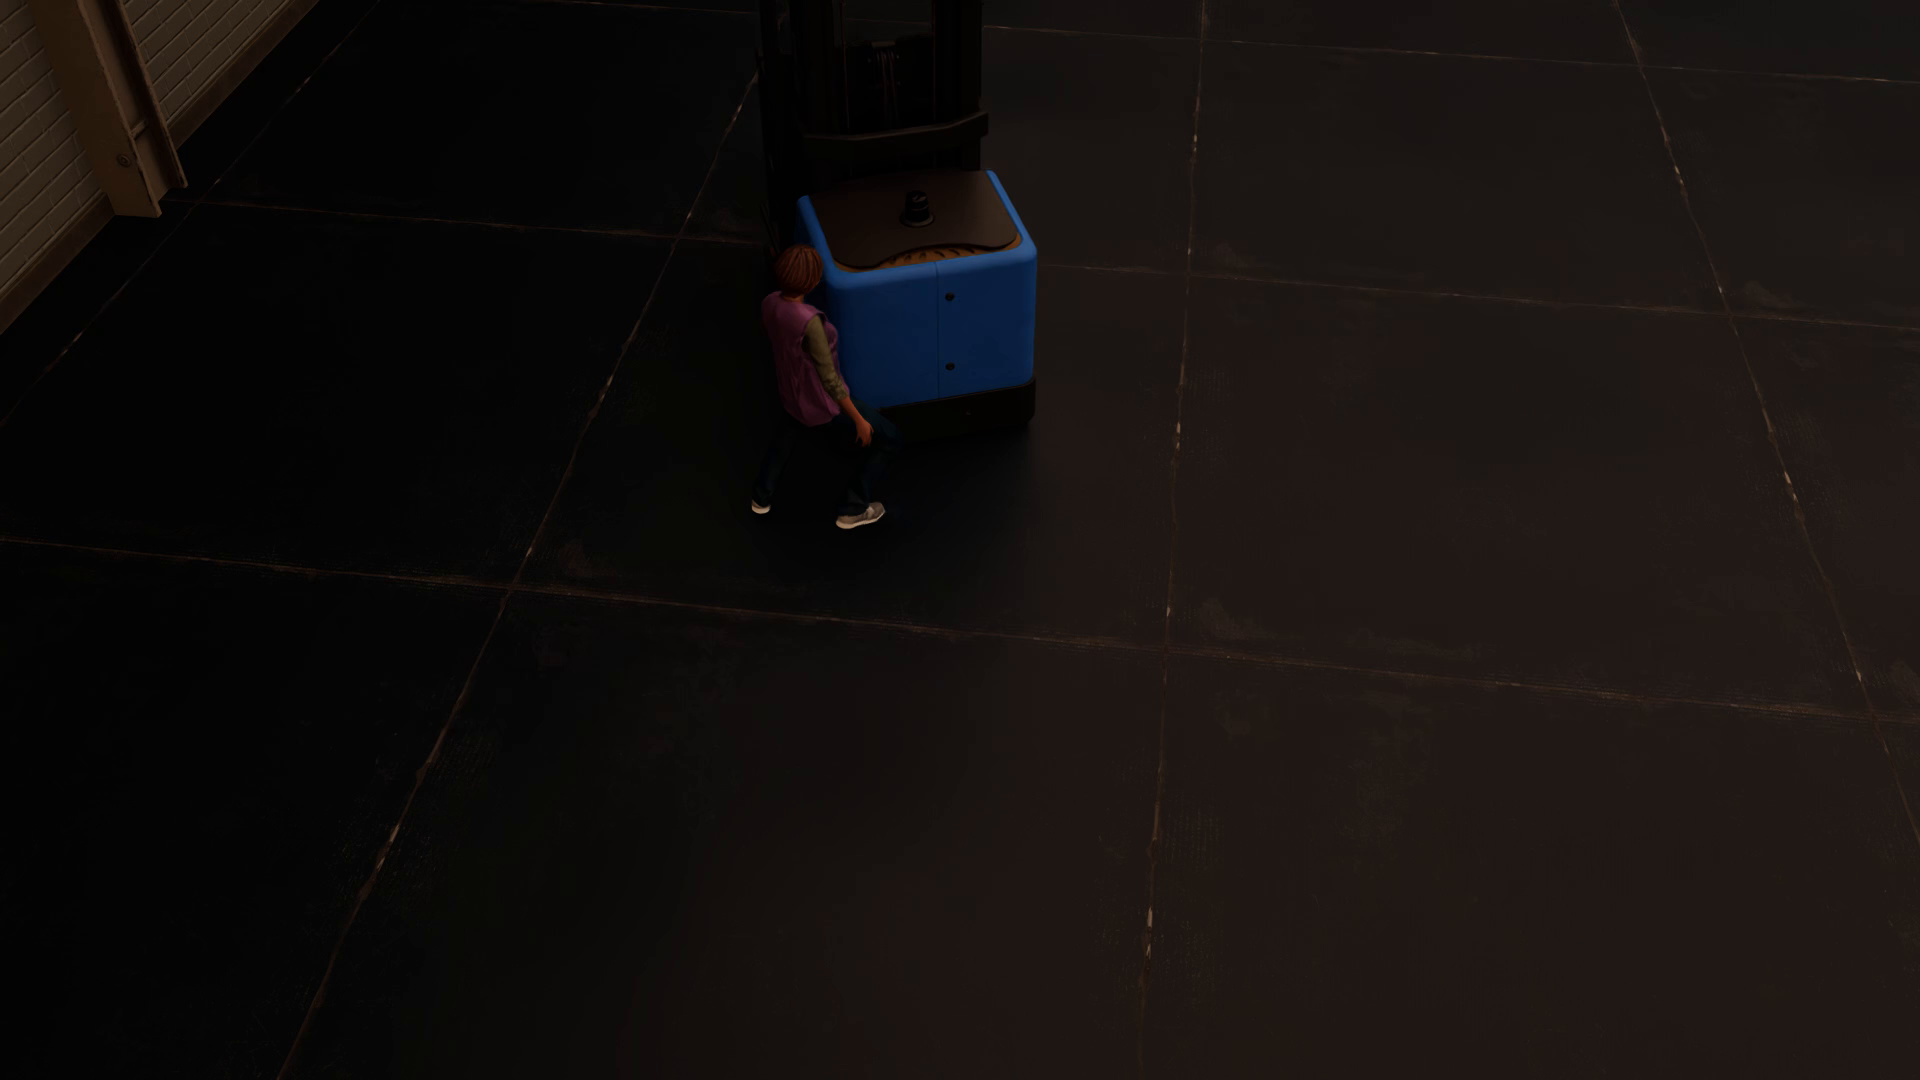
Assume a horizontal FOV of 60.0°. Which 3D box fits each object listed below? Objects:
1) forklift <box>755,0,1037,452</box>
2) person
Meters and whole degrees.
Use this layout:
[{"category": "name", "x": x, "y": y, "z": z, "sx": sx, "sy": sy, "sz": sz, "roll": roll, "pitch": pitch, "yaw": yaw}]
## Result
[{"category": "forklift", "x": -0.496, "y": -2.527, "z": 8.475, "sx": 1.130, "sy": 2.935, "sz": 3.031, "roll": -10, "pitch": 44, "yaw": -11}, {"category": "person", "x": -0.663, "y": -0.689, "z": 7.565, "sx": 0.580, "sy": 1.491, "sz": 0.803, "roll": -28, "pitch": 49, "yaw": -27}]
